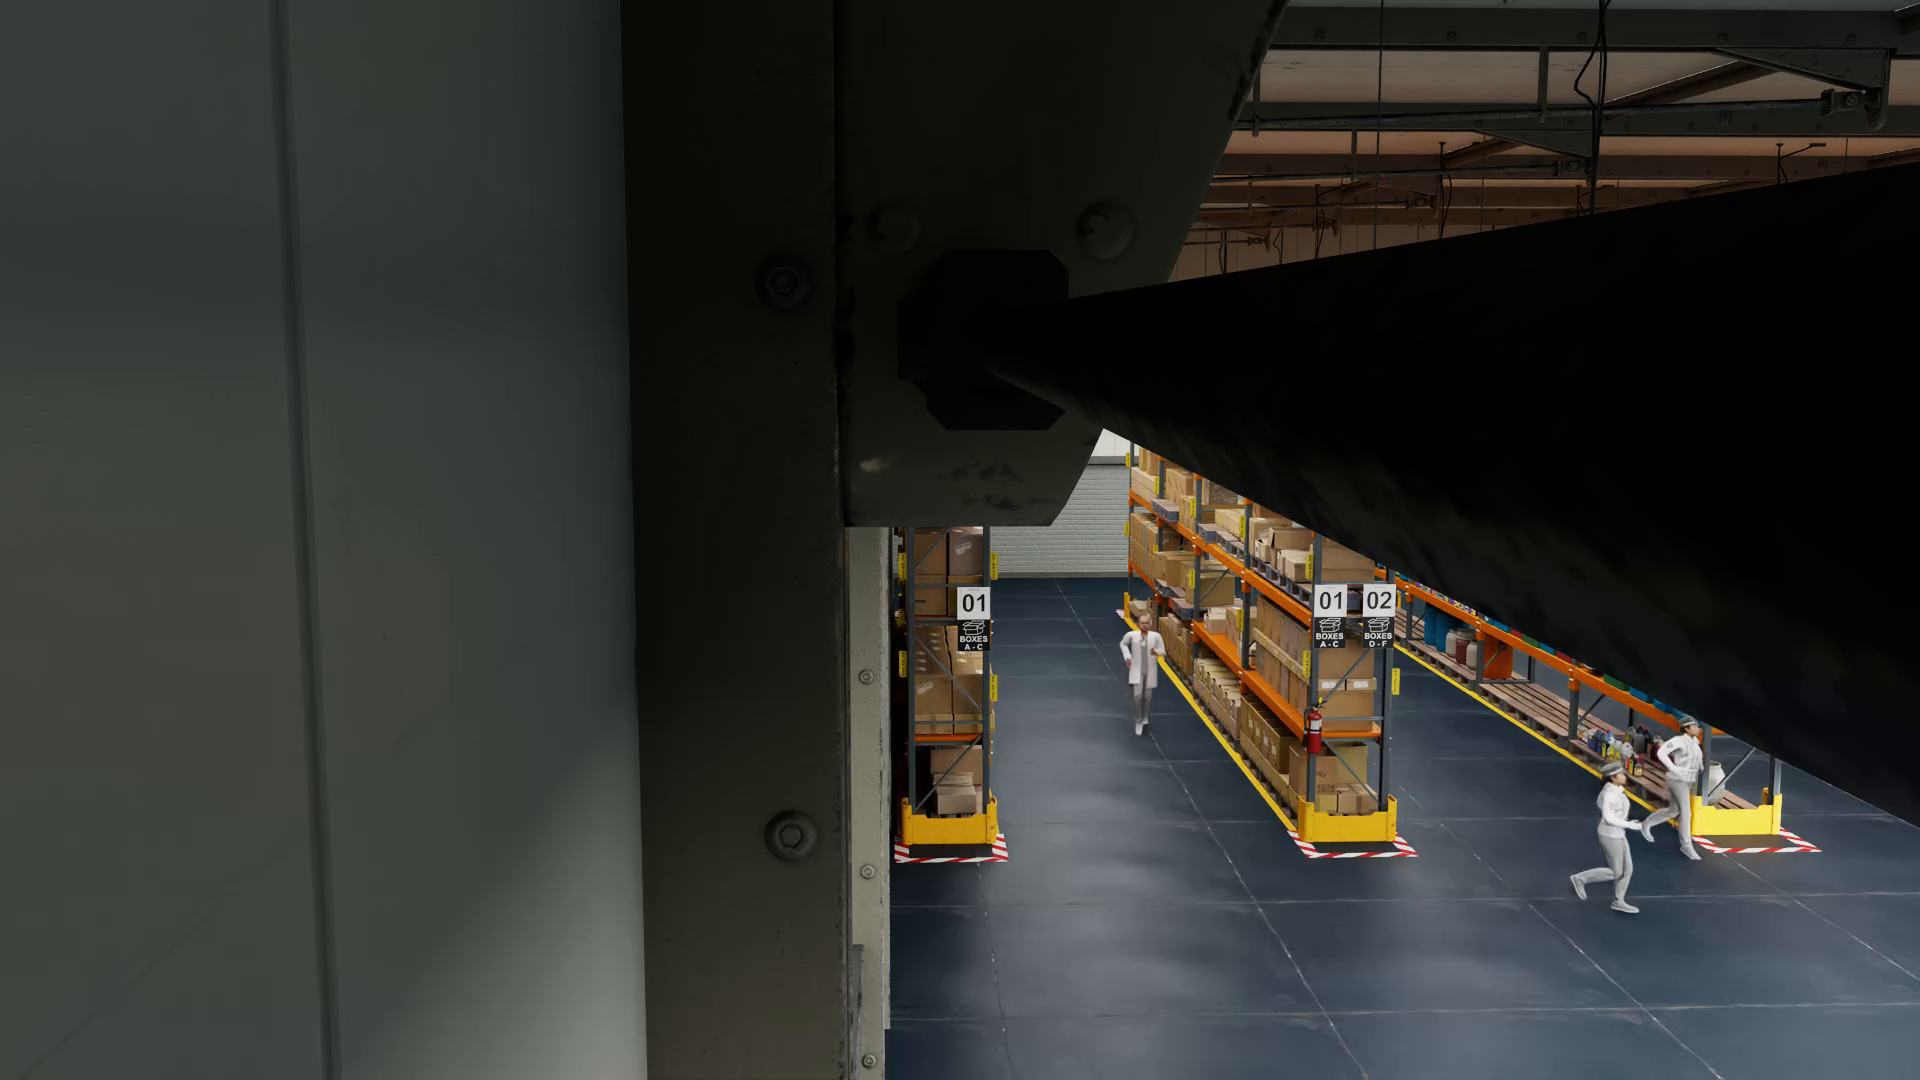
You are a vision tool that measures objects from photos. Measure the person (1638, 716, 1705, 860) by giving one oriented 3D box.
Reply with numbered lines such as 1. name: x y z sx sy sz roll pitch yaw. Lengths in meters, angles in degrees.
1. person: 8.741 2.942 20.207 0.633 1.711 0.862 -6 9 -39

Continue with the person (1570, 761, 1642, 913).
1. person: 7.044 3.198 18.079 0.711 1.660 0.620 3 8 25

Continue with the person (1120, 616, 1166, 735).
1. person: 2.880 2.106 26.150 0.685 1.843 0.813 0 7 0
